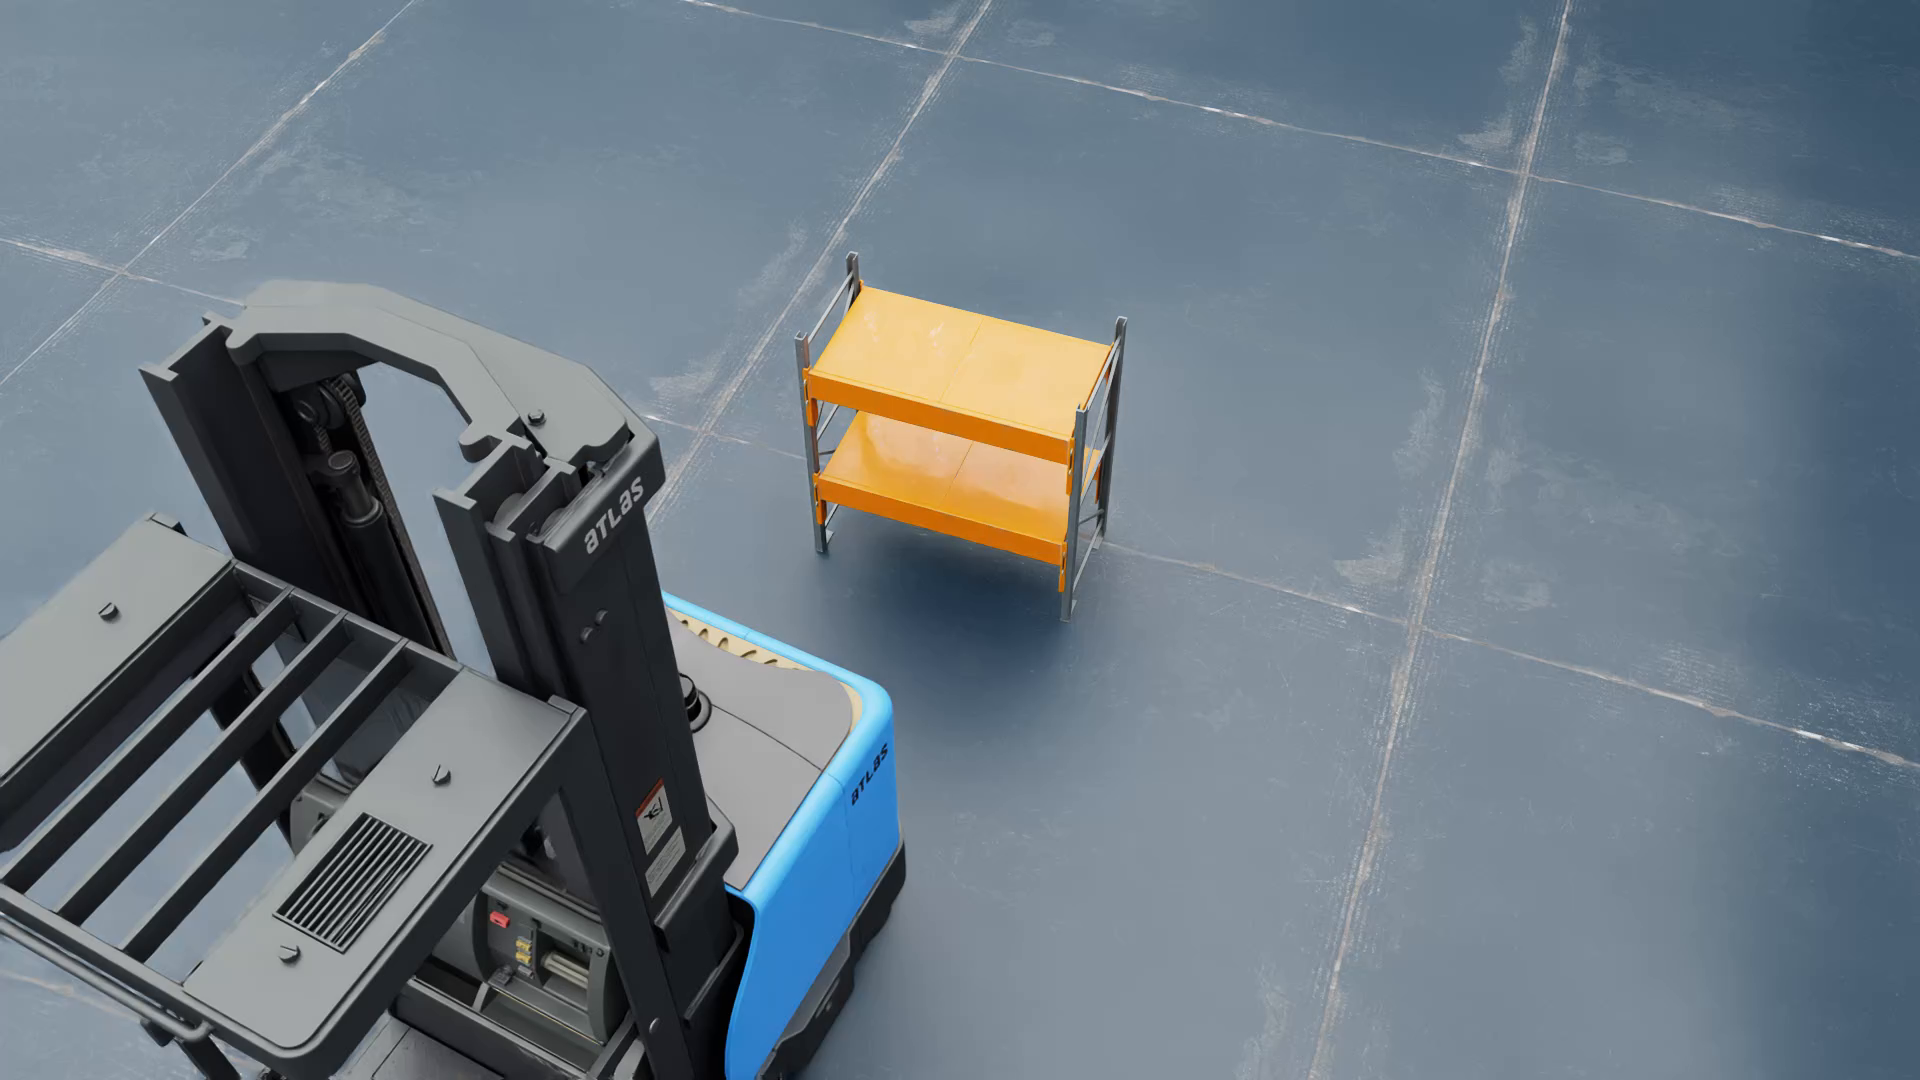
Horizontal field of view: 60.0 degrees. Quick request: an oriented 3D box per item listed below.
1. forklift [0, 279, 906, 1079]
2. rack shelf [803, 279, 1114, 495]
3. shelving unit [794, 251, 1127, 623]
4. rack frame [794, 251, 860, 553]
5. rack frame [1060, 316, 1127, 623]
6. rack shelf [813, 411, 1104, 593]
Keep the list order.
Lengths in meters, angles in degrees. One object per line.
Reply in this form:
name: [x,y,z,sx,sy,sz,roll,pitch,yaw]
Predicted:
forklift: [-1.306,1.001,3.809,1.130,2.935,3.031,21,52,18]
rack shelf: [0.006,-0.558,5.969,1.000,0.278,0.538,16,51,13]
shelving unit: [0.006,-0.367,6.190,1.048,1.125,0.538,16,51,13]
rack frame: [-0.471,-0.500,6.305,0.032,1.125,0.500,16,51,13]
rack frame: [0.483,-0.234,6.075,0.032,1.125,0.500,16,51,13]
rack shelf: [0.006,-0.206,6.375,1.000,0.278,0.538,16,51,13]
